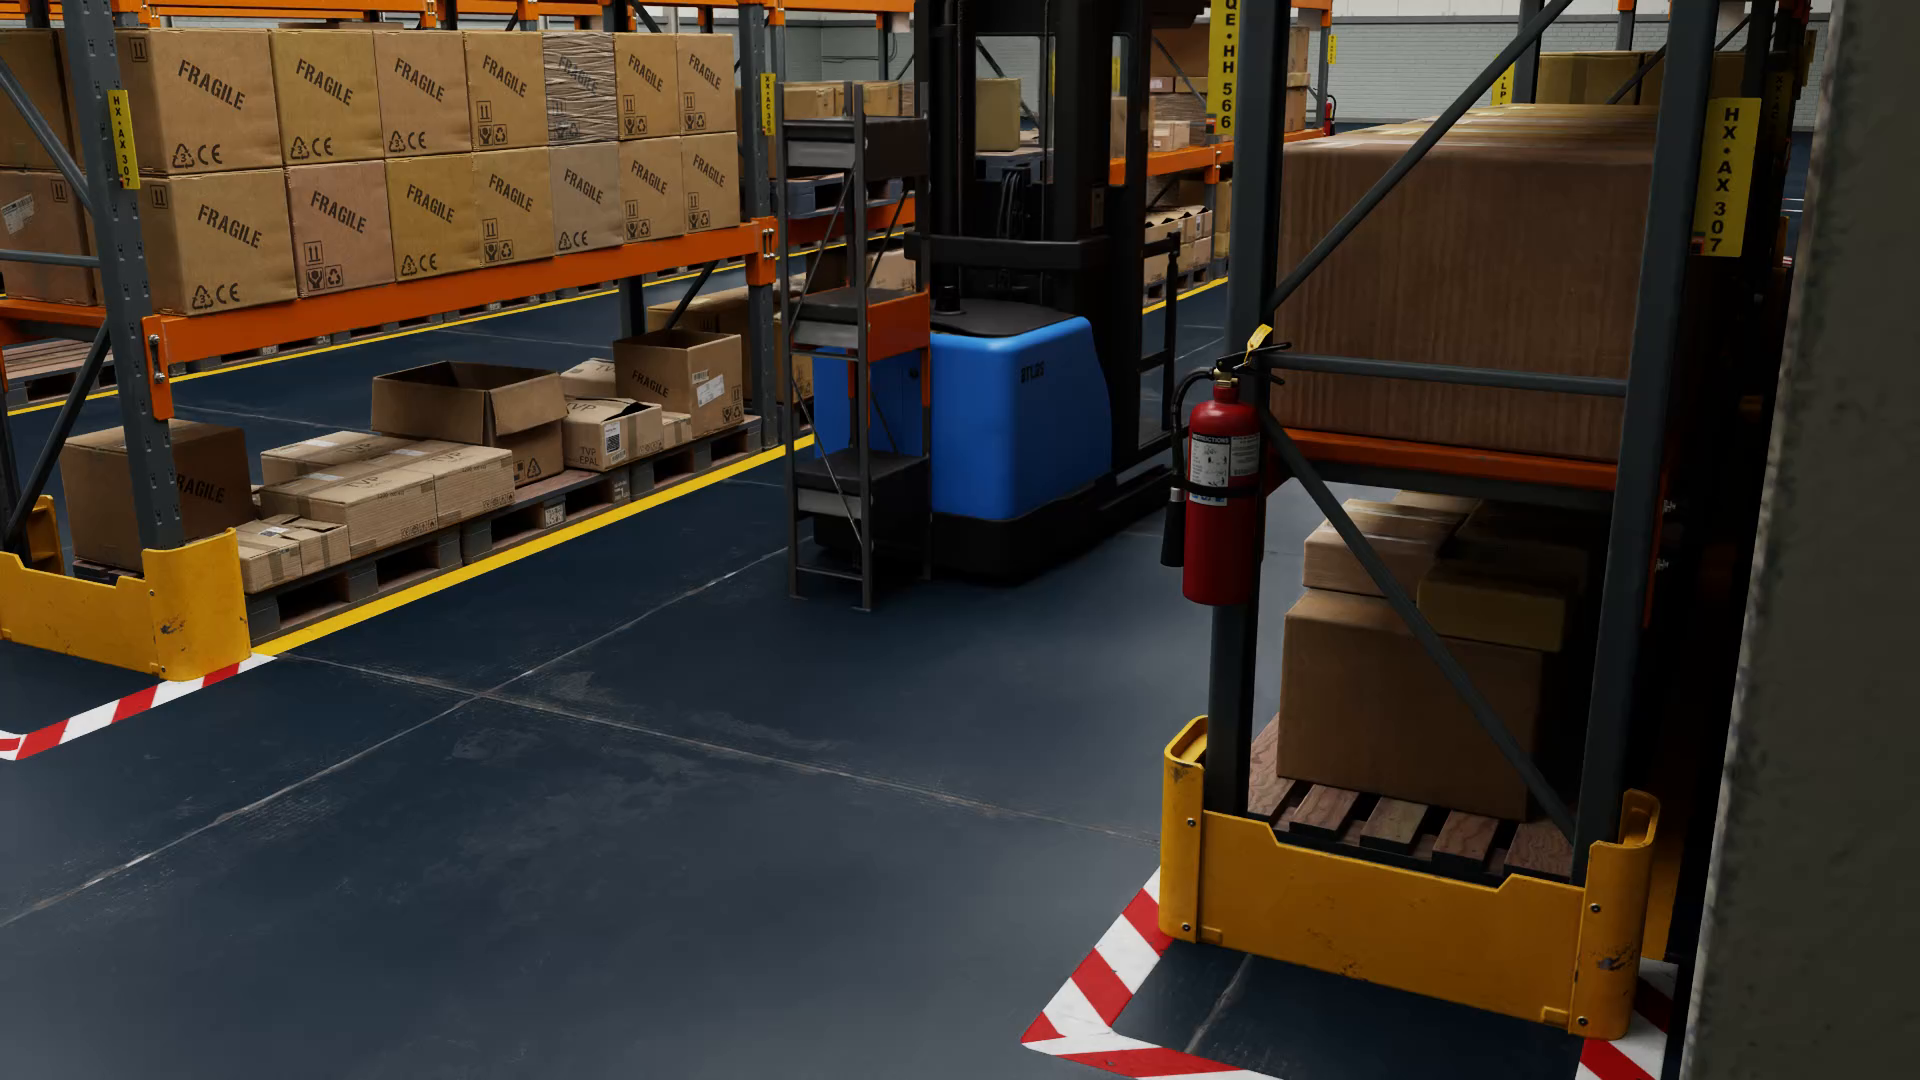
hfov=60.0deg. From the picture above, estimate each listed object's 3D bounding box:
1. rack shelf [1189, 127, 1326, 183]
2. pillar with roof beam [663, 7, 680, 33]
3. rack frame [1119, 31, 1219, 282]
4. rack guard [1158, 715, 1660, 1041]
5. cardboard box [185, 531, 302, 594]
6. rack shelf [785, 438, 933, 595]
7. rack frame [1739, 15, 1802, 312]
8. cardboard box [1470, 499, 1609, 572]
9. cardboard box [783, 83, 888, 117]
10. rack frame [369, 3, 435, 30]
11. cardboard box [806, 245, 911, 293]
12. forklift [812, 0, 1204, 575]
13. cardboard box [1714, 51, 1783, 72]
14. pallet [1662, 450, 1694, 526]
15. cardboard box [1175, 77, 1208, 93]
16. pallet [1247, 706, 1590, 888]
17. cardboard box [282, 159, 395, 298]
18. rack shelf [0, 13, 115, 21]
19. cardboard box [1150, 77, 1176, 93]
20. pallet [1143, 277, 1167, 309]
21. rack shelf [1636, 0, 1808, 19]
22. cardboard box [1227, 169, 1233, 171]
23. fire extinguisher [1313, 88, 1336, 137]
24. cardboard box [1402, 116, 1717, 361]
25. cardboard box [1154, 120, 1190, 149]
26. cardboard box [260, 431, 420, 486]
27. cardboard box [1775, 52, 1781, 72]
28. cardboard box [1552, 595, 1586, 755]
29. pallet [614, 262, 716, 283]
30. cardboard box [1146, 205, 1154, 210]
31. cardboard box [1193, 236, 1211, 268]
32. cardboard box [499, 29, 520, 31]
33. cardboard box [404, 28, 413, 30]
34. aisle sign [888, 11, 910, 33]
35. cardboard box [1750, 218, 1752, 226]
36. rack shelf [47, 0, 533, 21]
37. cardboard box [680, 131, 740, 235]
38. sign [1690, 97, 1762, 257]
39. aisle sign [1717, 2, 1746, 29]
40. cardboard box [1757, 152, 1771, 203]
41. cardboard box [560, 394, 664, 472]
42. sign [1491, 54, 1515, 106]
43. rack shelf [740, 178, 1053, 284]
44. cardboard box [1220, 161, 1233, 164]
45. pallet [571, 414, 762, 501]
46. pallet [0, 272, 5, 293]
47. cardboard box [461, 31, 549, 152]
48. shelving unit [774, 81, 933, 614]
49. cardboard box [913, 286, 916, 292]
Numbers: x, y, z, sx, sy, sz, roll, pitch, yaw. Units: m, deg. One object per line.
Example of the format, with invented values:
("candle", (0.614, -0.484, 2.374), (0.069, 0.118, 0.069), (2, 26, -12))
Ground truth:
("rack shelf", (2.935, -4.231, 18.097), (1.077, 0.370, 4.000), (8, 18, 25))
("pillar with roof beam", (-4.881, -16.616, 47.997), (9.100, 9.000, 0.400), (8, 18, 25))
("rack frame", (2.042, -4.066, 16.279), (1.000, 3.000, 0.127), (8, 18, 25))
("rack guard", (1.102, 0.824, 4.205), (1.175, 0.500, 0.348), (8, 18, 25))
("cardboard box", (-2.826, 0.083, 6.543), (0.380, 0.149, 0.250), (8, 18, 25))
("rack shelf", (-0.421, -0.109, 7.044), (0.431, 0.518, 0.480), (9, 19, 28))
("rack frame", (6.475, -3.437, 14.161), (1.000, 3.000, 0.127), (8, 18, 25))
("cardboard box", (1.797, -0.021, 5.173), (0.380, 0.149, 0.250), (8, 18, 26))
("cardboard box", (-0.871, -2.553, 10.272), (0.700, 0.500, 0.500), (12, 20, 34))
("rack frame", (-6.819, -5.327, 20.526), (1.000, 3.000, 0.127), (8, 18, 25))
("cardboard box", (-0.652, -1.747, 10.773), (0.500, 0.250, 0.500), (8, 18, 25))
("forklift", (0.495, -1.624, 8.179), (1.130, 2.935, 3.031), (9, 19, 28))
("cardboard box", (4.250, -2.567, 9.183), (0.500, 0.250, 0.500), (8, 18, 24))
("pallet", (3.178, -0.268, 8.391), (1.003, 0.211, 1.213), (8, 18, 25))
("cardboard box", (2.335, -4.469, 16.320), (0.380, 0.149, 0.250), (8, 18, 25))
("pallet", (1.400, 0.743, 4.986), (1.003, 0.211, 1.213), (8, 18, 25))
("cardboard box", (-2.660, -1.269, 6.686), (0.500, 0.500, 0.500), (8, 18, 25))
("rack shelf", (-14.791, -8.191, 26.161), (1.077, 0.370, 4.000), (8, 18, 25))
("cardboard box", (1.971, -4.521, 16.498), (0.380, 0.149, 0.250), (8, 18, 25))
("pallet", (1.203, -2.225, 14.978), (1.003, 0.211, 1.213), (8, 18, 25))
("rack shelf", (5.581, -4.020, 12.121), (1.077, 0.370, 4.000), (8, 18, 25))
("cardboard box", (3.197, -3.769, 18.055), (0.500, 0.500, 0.500), (8, 18, 25))
("fire extinguisher", (4.297, -5.019, 19.623), (0.296, 0.674, 0.183), (8, 18, 25))
("cardboard box", (1.996, -1.035, 5.547), (0.980, 0.700, 0.700), (7, 18, 23))
("cardboard box", (1.861, -3.863, 15.860), (0.500, 0.250, 0.500), (9, 19, 29))
("cardboard box", (-2.847, -0.310, 7.691), (0.500, 0.250, 0.500), (8, 18, 25))
("cardboard box", (4.023, -2.437, 8.746), (0.500, 0.250, 0.500), (8, 18, 24))
("cardboard box", (1.560, 0.298, 5.238), (0.700, 0.500, 0.500), (8, 18, 25))
("pallet", (-3.248, -2.843, 17.061), (1.003, 0.211, 1.213), (8, 18, 25))
("cardboard box", (1.634, -3.144, 16.283), (0.500, 0.311, 0.500), (8, 18, 26))
("cardboard box", (2.116, -2.807, 16.131), (0.500, 0.250, 0.500), (8, 18, 25))
("cardboard box", (-5.945, -6.334, 21.462), (0.500, 0.500, 0.500), (8, 18, 25))
("cardboard box", (-6.864, -6.147, 20.831), (0.500, 0.500, 0.500), (8, 18, 25))
("aisle sign", (-0.831, -7.018, 21.652), (0.394, 0.787, 0.004), (8, 18, 25))
("cardboard box", (4.103, -1.795, 9.041), (0.380, 0.149, 0.250), (8, 18, 24))
("rack shelf", (-5.069, -4.262, 12.934), (1.077, 0.370, 4.000), (8, 18, 25))
("cardboard box", (-1.527, -1.916, 8.866), (0.500, 0.500, 0.500), (8, 19, 26))
("sign", (1.607, -0.761, 3.492), (0.100, 0.325, 0.005), (8, 18, 25))
("aisle sign", (8.026, -5.758, 17.411), (0.394, 0.787, 0.004), (8, 18, 25))
("cardboard box", (4.025, -2.076, 8.845), (0.500, 0.500, 0.500), (9, 19, 27))
("cardboard box", (-1.869, -0.578, 8.485), (0.500, 0.311, 0.500), (8, 18, 25))
("sign", (2.410, -1.983, 7.370), (0.100, 0.325, 0.005), (8, 18, 25))
("rack shelf", (-0.639, -2.193, 11.236), (1.077, 0.370, 4.000), (8, 18, 25))
("cardboard box", (3.169, -4.092, 19.140), (0.500, 0.500, 0.500), (8, 18, 25))
("pallet", (-1.841, -0.517, 9.227), (1.003, 0.211, 1.213), (8, 18, 25))
("pallet", (-9.572, -2.471, 15.806), (1.003, 0.211, 1.213), (8, 18, 25))
("cardboard box", (-2.205, -2.006, 7.414), (0.500, 0.500, 0.500), (8, 18, 25))
("shelving unit", (-0.421, -0.793, 6.841), (0.431, 2.100, 0.503), (9, 19, 28))
("cardboard box", (-0.414, -1.525, 11.343), (0.500, 0.500, 0.500), (7, 18, 23))
